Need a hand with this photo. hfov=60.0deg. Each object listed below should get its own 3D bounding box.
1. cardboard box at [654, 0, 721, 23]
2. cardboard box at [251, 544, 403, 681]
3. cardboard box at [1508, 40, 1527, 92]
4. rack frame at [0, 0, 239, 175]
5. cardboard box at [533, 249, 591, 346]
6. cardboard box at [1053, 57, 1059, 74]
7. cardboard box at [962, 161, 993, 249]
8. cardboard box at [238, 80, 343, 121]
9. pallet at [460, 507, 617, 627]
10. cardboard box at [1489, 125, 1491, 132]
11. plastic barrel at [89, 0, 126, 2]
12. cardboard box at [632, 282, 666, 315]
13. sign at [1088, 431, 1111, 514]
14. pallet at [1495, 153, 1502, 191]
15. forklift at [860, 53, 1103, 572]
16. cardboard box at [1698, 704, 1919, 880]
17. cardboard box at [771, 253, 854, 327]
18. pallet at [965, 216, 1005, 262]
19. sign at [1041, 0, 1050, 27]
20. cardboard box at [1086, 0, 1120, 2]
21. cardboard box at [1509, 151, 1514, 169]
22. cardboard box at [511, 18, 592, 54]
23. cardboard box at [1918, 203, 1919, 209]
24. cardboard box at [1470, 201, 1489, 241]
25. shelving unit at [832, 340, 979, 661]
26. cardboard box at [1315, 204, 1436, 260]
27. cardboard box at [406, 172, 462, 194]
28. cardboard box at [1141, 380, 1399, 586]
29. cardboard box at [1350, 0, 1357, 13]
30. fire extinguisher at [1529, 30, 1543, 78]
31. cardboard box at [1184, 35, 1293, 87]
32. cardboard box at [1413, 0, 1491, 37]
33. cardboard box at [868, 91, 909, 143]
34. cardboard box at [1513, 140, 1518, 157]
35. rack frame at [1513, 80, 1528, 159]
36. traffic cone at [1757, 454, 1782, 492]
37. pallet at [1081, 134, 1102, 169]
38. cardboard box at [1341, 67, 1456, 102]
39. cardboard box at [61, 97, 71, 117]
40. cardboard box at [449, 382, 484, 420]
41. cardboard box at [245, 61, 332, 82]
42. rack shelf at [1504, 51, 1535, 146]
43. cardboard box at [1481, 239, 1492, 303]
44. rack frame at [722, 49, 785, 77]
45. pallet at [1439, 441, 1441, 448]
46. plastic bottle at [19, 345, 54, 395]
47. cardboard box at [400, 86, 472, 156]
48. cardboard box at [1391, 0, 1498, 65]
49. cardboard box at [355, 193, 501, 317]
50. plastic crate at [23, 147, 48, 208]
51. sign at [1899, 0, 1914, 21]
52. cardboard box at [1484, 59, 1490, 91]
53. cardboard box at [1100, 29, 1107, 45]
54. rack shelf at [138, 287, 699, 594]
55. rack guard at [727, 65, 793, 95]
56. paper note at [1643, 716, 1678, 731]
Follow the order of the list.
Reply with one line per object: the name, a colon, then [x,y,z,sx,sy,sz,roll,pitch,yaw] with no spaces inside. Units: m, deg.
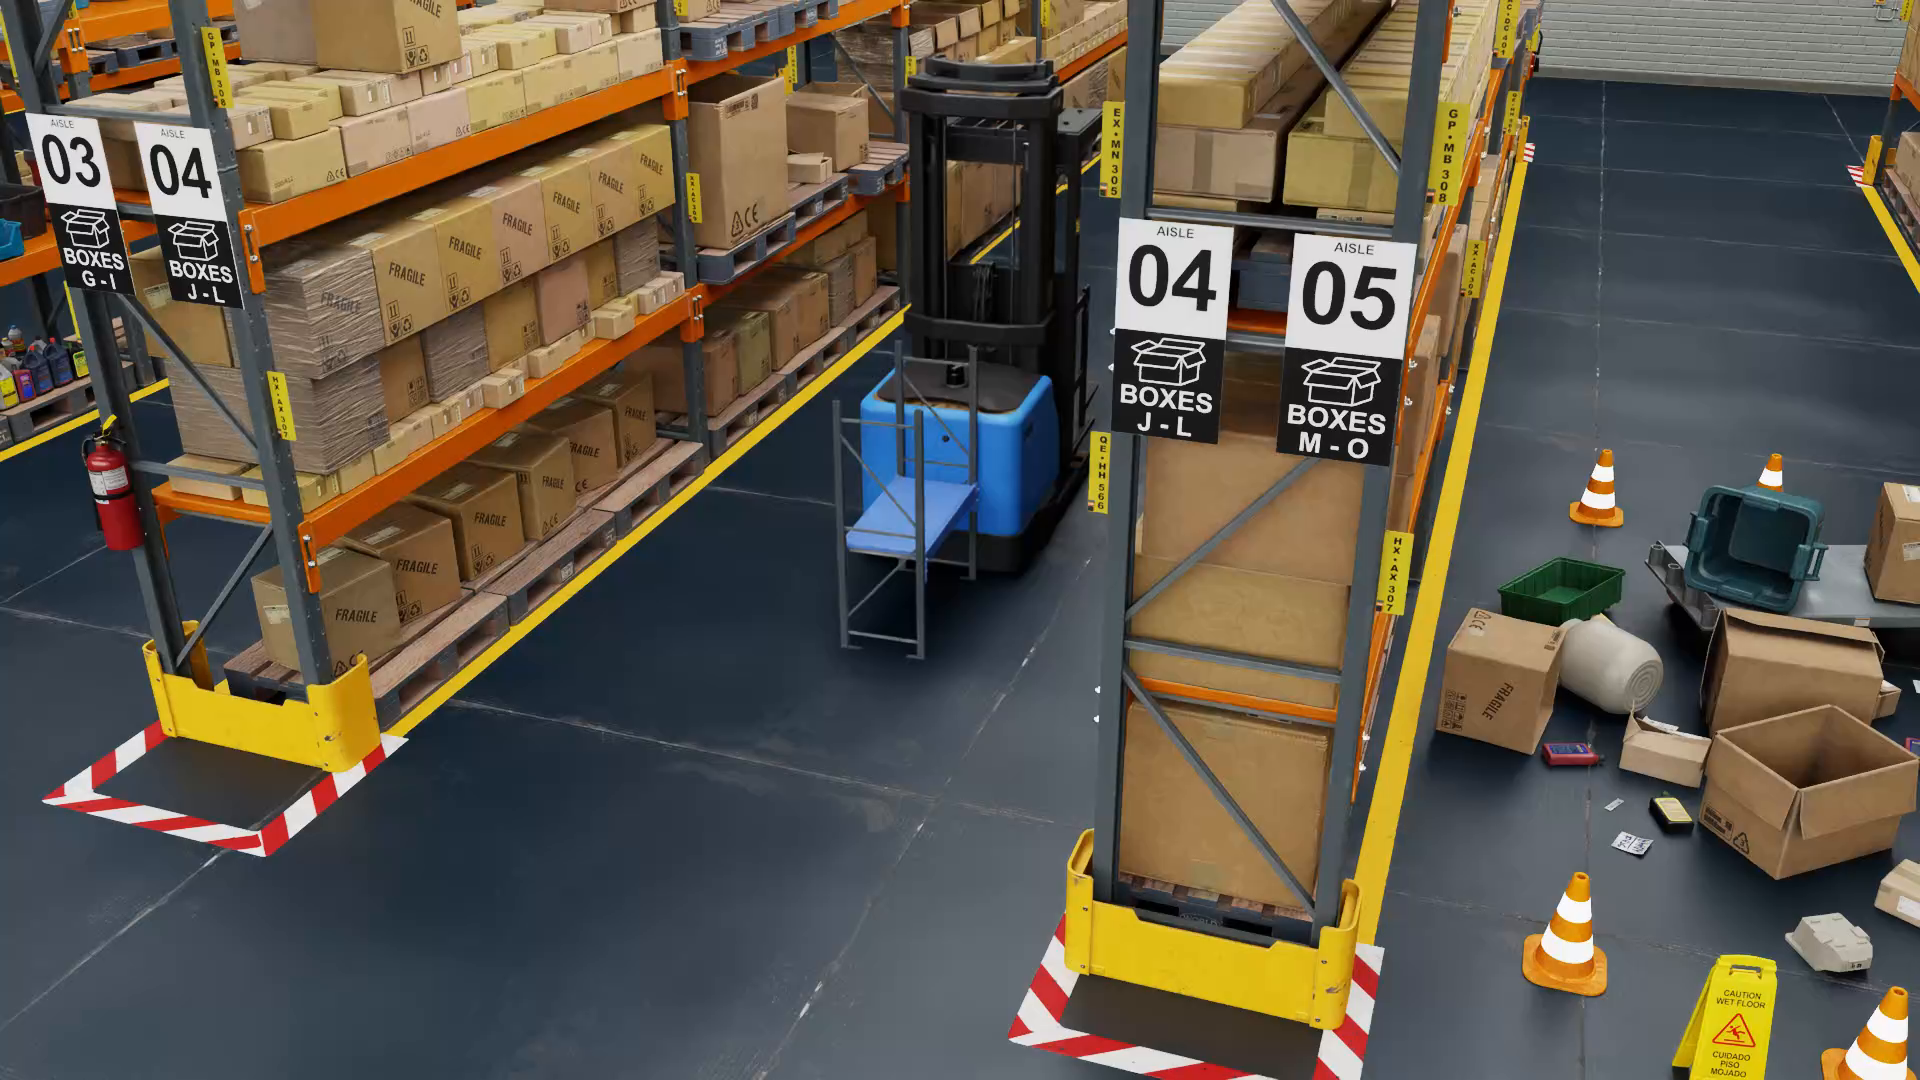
cardboard box: [-2.023,-3.707,10.922,0.797,0.503,0.637,7,27,15]
cardboard box: [-3.380,0.383,8.903,0.500,0.500,0.500,14,29,27]
cardboard box: [5.436,-4.815,16.797,0.500,0.500,0.500,8,27,16]
rack frame: [-3.604,-2.999,6.618,1.000,3.000,0.127,9,27,17]
cardboard box: [-2.751,-1.525,10.002,0.875,0.500,0.500,9,27,17]
cardboard box: [0.889,-5.298,18.539,0.380,0.149,0.250,8,27,16]
cardboard box: [-0.388,-3.465,16.420,1.225,0.875,0.875,9,27,18]
cardboard box: [-3.148,-2.055,7.824,0.380,0.149,0.250,8,27,17]
pallet: [-2.867,0.097,10.308,1.003,0.211,1.213,9,27,17]
cardboard box: [4.141,-3.317,13.623,0.380,0.149,0.250,10,28,20]
plastic barrel: [-6.761,-4.746,13.092,0.600,0.901,0.600,0,26,0]
cardboard box: [-2.159,-1.597,10.895,0.380,0.149,0.250,9,27,17]
sign: [0.533,-0.250,6.224,0.100,0.325,0.005,9,27,17]
pallet: [3.839,-3.048,13.822,1.213,0.211,1.003,9,27,17]
forklift: [0.296,-1.743,10.987,1.130,2.935,3.031,8,27,15]
cardboard box: [3.939,1.173,7.750,0.797,0.503,0.637,-9,27,-18]
cardboard box: [-1.318,-2.151,14.115,0.700,0.500,0.500,6,27,13]
pallet: [-0.200,-3.144,17.001,1.003,0.211,1.213,9,27,17]
sign: [0.905,-5.641,17.721,0.100,0.325,0.005,9,27,17]
cardboard box: [1.807,-7.040,20.817,0.500,0.500,0.500,9,27,18]
cardboard box: [5.958,-4.246,18.526,0.380,0.149,0.250,9,27,18]
cardboard box: [-2.353,-2.900,9.570,0.380,0.149,0.250,8,27,16]
cardboard box: [10.342,-3.439,16.870,0.875,0.438,0.875,8,27,16]
cardboard box: [3.305,-2.025,11.376,0.500,0.500,0.500,9,27,18]
shelving unit: [-0.287,-0.247,9.539,0.538,1.500,1.048,8,27,15]
cardboard box: [1.457,-1.103,5.837,0.380,0.149,0.250,9,27,18]
cardboard box: [-3.150,-1.805,9.433,0.500,0.500,0.500,9,27,17]
cardboard box: [1.200,-0.238,6.389,0.875,0.550,0.550,9,27,17]
cardboard box: [1.761,-2.702,8.224,0.380,0.149,0.250,8,27,17]
fire extinguisher: [6.884,-5.947,20.108,0.296,0.674,0.183,9,27,17]
cardboard box: [1.087,-1.870,6.505,0.380,0.149,0.250,9,27,18]
cardboard box: [2.214,-2.399,7.597,0.380,0.149,0.250,9,27,18]
cardboard box: [-0.523,-3.792,15.024,0.500,0.500,0.500,10,27,19]
cardboard box: [6.396,-4.652,19.706,0.380,0.149,0.250,10,27,19]
rack frame: [6.364,-6.113,19.934,1.000,3.000,0.127,9,27,17]
traffic cone: [5.319,-0.341,10.922,0.336,0.463,0.334,9,27,17]
pallet: [1.121,-4.779,20.379,1.003,0.211,1.213,9,27,17]
cardboard box: [1.536,-1.562,5.868,0.380,0.149,0.250,9,27,18]
cardboard box: [-10.177,-4.877,18.884,0.500,0.250,0.500,10,28,19]
cardboard box: [-2.874,-0.783,9.213,0.380,0.149,0.250,9,27,17]
cardboard box: [-3.360,-2.329,8.390,0.380,0.149,0.250,9,27,18]
rack shelf: [5.699,-4.968,18.393,1.077,0.370,4.000,9,27,17]
cardboard box: [4.342,-2.350,14.549,0.500,0.500,0.500,9,27,18]
rack frame: [-2.950,-7.592,22.989,1.000,3.000,0.127,9,27,17]
pallet: [2.961,-0.758,12.073,1.003,0.211,1.213,9,27,17]
plastic bottle: [-6.949,-1.281,12.489,0.144,0.351,0.185,7,27,15]
cardboard box: [-2.865,-2.158,8.495,0.500,0.250,0.500,9,27,17]
cardboard box: [2.450,-2.593,8.455,0.500,0.250,0.500,8,27,17]
cardboard box: [-2.825,-1.524,8.853,0.500,0.500,0.500,9,27,17]
plastic crate: [-7.071,-2.933,13.292,0.402,0.464,0.583,9,27,17]
sign: [10.545,-5.945,18.502,0.100,0.325,0.005,9,27,17]
cardboard box: [2.468,-2.353,8.418,0.380,0.149,0.250,9,27,18]
cardboard box: [1.574,-6.147,20.292,0.380,0.149,0.250,8,27,16]
rack shelf: [-2.938,-0.797,9.779,1.077,0.370,4.000,9,27,17]
rack guard: [-2.954,-6.479,23.558,1.175,0.500,0.348,9,27,17]
paper note: [3.645,0.981,8.697,0.172,0.023,0.155,20,32,35]
